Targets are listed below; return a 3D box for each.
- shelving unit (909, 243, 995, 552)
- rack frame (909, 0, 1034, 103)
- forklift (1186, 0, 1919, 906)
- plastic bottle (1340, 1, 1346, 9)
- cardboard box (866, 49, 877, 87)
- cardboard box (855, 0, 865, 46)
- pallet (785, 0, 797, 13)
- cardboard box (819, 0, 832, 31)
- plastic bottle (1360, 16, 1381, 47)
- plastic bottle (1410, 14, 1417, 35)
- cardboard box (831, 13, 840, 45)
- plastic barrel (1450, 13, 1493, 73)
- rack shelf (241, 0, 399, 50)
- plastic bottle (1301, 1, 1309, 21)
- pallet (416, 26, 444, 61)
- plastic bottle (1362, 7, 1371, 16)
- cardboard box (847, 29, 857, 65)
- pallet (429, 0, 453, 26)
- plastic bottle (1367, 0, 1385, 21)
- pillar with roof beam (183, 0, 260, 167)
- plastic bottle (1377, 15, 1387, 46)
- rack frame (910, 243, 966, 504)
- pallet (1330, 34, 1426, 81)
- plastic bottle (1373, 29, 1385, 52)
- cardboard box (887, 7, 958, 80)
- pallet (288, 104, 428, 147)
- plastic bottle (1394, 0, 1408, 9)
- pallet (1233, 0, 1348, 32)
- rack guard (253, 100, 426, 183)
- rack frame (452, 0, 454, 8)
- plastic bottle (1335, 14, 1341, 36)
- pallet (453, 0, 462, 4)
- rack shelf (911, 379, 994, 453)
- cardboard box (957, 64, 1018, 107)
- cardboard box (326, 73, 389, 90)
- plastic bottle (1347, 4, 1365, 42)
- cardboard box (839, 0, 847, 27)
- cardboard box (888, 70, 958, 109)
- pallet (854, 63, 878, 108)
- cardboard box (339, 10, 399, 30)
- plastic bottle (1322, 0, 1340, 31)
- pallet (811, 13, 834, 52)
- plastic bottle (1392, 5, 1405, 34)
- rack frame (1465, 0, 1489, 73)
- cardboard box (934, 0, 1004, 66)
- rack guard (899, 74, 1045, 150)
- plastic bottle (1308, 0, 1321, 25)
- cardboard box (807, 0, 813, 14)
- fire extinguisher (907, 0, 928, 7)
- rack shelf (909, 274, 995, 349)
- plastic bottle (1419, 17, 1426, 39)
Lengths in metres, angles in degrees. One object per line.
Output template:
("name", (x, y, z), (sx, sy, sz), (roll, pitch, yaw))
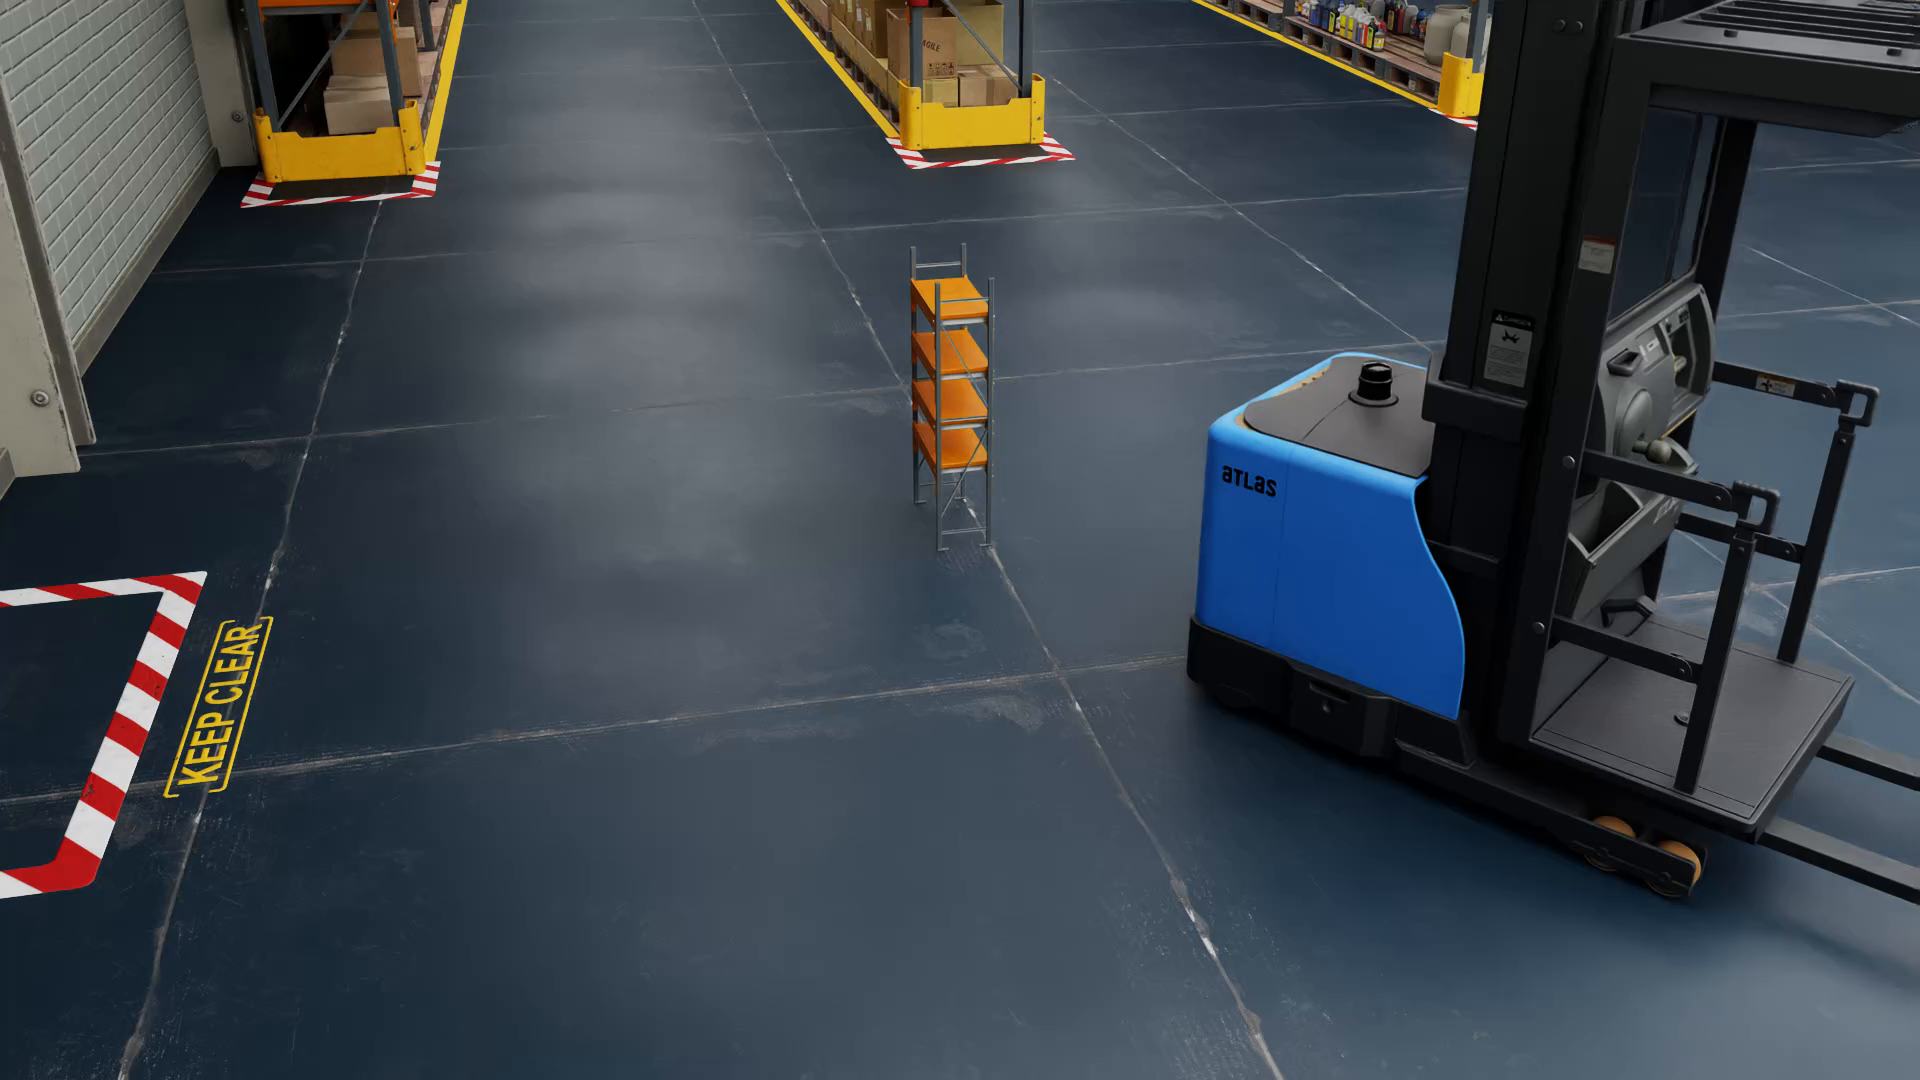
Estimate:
("shelving unit", (-0.037, -0.608, 7.124), (0.258, 1.200, 0.503), (-6, 27, -12))
("rack frame", (0.092, -4.654, 13.141), (1.000, 3.000, 0.127), (-6, 27, -12))
("forklift", (2.285, -0.487, 4.963), (3.031, 2.935, 1.130), (21, 34, 35))
("plastic bottle", (3.946, -5.442, 17.242), (0.097, 0.271, 0.097), (0, 27, 0))
("cardboard box", (-0.555, -4.257, 14.940), (0.500, 0.250, 0.500), (-6, 27, -12))
("cardboard box", (-0.669, -4.811, 15.206), (0.500, 0.500, 0.500), (-6, 27, -12))
("pallet", (-1.563, -6.556, 20.004), (1.003, 0.211, 1.213), (-6, 27, -12))
("cardboard box", (-1.185, -5.522, 17.448), (0.500, 0.250, 0.500), (-6, 27, -12))
("plastic bottle", (4.048, -5.011, 16.383), (0.152, 0.276, 0.135), (-6, 27, -11))
("plastic bottle", (4.646, -5.258, 16.956), (0.097, 0.201, 0.097), (0, 27, 0))
("cardboard box", (-1.000, -5.135, 16.681), (0.500, 0.250, 0.500), (-6, 27, -12))
("plastic barrel", (4.696, -4.513, 15.158), (0.421, 0.512, 0.421), (0, 27, 0))
("rack shelf", (-5.184, -4.706, 14.043), (1.077, 0.370, 4.000), (-6, 27, -12))
("plastic bottle", (3.685, -5.629, 17.691), (0.097, 0.201, 0.097), (0, 27, 0))
("pallet", (-5.811, -5.002, 16.926), (1.003, 0.211, 1.213), (-6, 27, -12))
("plastic bottle", (4.072, -5.252, 16.860), (0.152, 0.276, 0.135), (-6, 27, -12))
("cardboard box", (-0.785, -4.695, 15.809), (0.500, 0.250, 0.500), (-6, 27, -12))
("pallet", (-6.361, -6.073, 19.048), (1.003, 0.211, 1.213), (-6, 27, -12))
("plastic bottle", (4.348, -5.528, 17.407), (0.152, 0.276, 0.135), (-6, 27, -12))
("pillar with roof beam", (-1.539, -7.484, 12.091), (9.100, 9.000, 0.400), (-6, 27, -12))
("plastic bottle", (4.152, -5.025, 16.403), (0.061, 0.283, 0.133), (-6, 27, -12))
("rack frame", (-0.092, -0.715, 7.336), (0.240, 1.200, 0.015), (-6, 27, -12))
("pallet", (4.407, -4.831, 16.586), (1.003, 0.211, 1.213), (-6, 27, -12))
("plastic bottle", (4.078, -4.864, 16.175), (0.097, 0.201, 0.097), (0, 27, 0))
("cardboard box", (-0.318, -4.154, 13.904), (0.500, 0.500, 0.500), (-6, 27, -12))
("pallet", (-4.899, -3.298, 13.550), (1.003, 0.211, 1.213), (-6, 27, -12))
("plastic bottle", (4.560, -5.445, 17.161), (0.144, 0.351, 0.185), (-6, 27, -12))
("pallet", (3.803, -6.007, 18.917), (1.003, 0.211, 1.213), (-6, 27, -12))
("rack guard", (-4.750, -3.067, 12.771), (1.175, 0.500, 0.348), (-6, 27, -12))
("rack frame", (-6.536, -7.661, 19.100), (1.000, 3.000, 0.127), (-6, 27, -12))
("plastic bottle", (3.879, -5.252, 16.944), (0.097, 0.201, 0.097), (0, 27, 0))
("pallet", (-6.640, -6.770, 20.429), (1.003, 0.211, 1.213), (-6, 27, -12))
("rack shelf", (-0.037, -0.548, 7.154), (0.258, 0.148, 0.480), (-6, 27, -12))
("cardboard box", (0.188, -3.872, 14.177), (0.500, 0.250, 0.500), (-6, 27, -12))
("cardboard box", (-4.930, -3.708, 13.764), (0.500, 0.311, 0.500), (-4, 27, -7))
("plastic bottle", (3.976, -5.177, 16.630), (0.144, 0.351, 0.185), (-5, 27, -9))
("cardboard box", (-0.889, -5.250, 16.077), (0.500, 0.500, 0.500), (-6, 27, -12))
("cardboard box", (-0.316, -3.819, 14.073), (0.500, 0.250, 0.500), (-6, 27, -12))
("pallet", (-0.392, -4.275, 15.485), (1.003, 0.211, 1.213), (-6, 27, -12))
("cardboard box", (-5.362, -4.534, 15.190), (0.500, 0.500, 0.500), (-8, 28, -15))
("plastic bottle", (3.838, -5.446, 17.162), (0.144, 0.351, 0.185), (-7, 28, -14))
("pallet", (-1.013, -5.484, 17.882), (1.003, 0.211, 1.213), (-6, 27, -12))
("plastic bottle", (4.489, -5.333, 17.012), (0.061, 0.283, 0.133), (-6, 27, -12))
("rack frame", (4.919, -5.155, 14.135), (1.000, 3.000, 0.127), (-6, 27, -12))
("cardboard box", (0.074, -4.426, 14.443), (0.500, 0.500, 0.500), (-6, 27, -12))
("rack guard", (0.098, -3.527, 13.684), (1.175, 0.500, 0.348), (-6, 27, -12))
("plastic bottle", (3.762, -5.568, 17.487), (0.152, 0.276, 0.135), (-5, 27, -10))
("cardboard box", (-1.413, -5.969, 18.333), (0.500, 0.250, 0.500), (-5, 27, -10))
("fire extinguisher", (-0.334, -4.520, 12.962), (0.296, 0.674, 0.183), (-6, 27, -12))
("rack shelf", (-0.037, -0.959, 6.947), (0.258, 0.148, 0.480), (-6, 27, -12))
("plastic bottle", (4.692, -5.168, 16.777), (0.097, 0.201, 0.097), (0, 27, 0))
